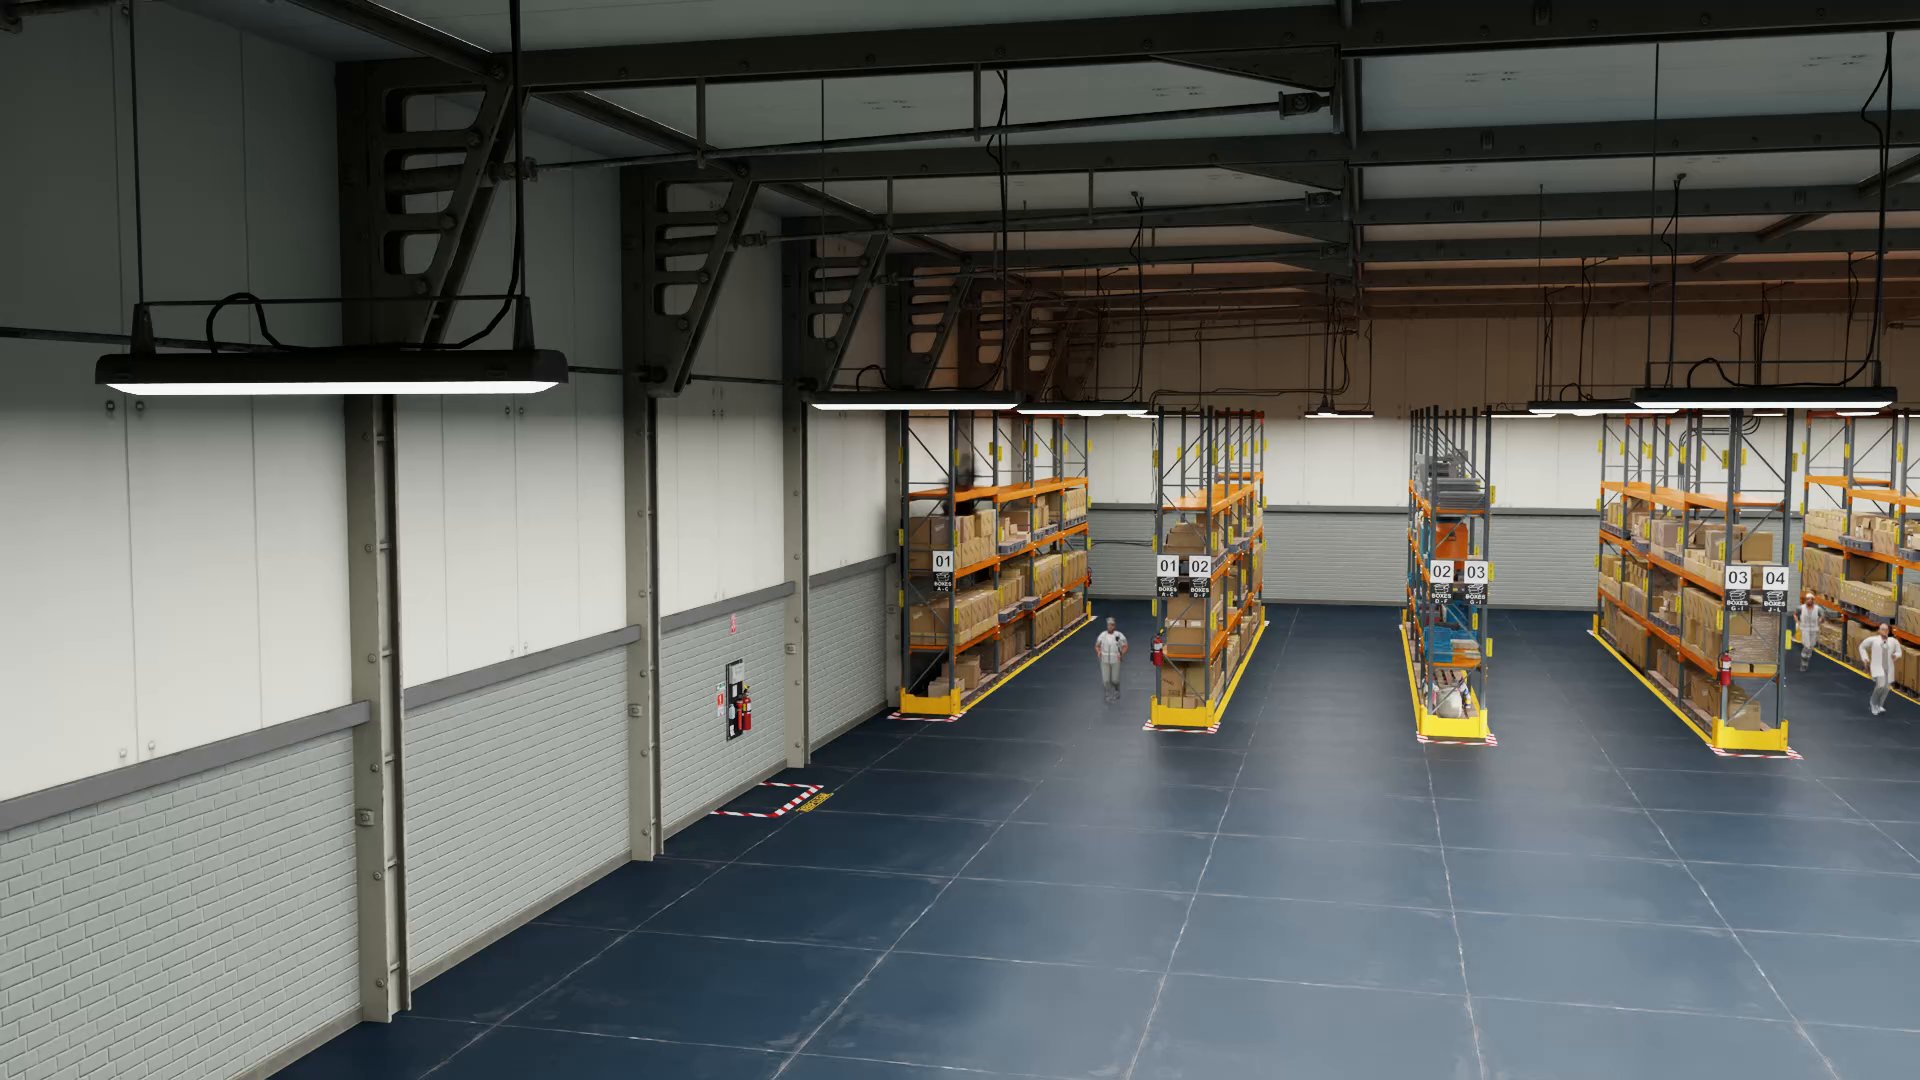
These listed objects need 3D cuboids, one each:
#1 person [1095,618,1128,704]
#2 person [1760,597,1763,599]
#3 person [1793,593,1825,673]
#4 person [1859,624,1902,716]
[{"bbox_3d":[3.022,2.413,33.356,0.660,1.732,0.626,1,4,13],"label":"person"},{"bbox_3d":[20.171,1.981,41.731,0.531,1.545,0.712,1,4,8],"label":"person"},{"bbox_3d":[19.392,2.126,37.945,0.616,1.835,0.744,1,4,15],"label":"person"},{"bbox_3d":[17.922,2.524,32.304,0.683,1.783,0.748,1,4,8],"label":"person"}]
